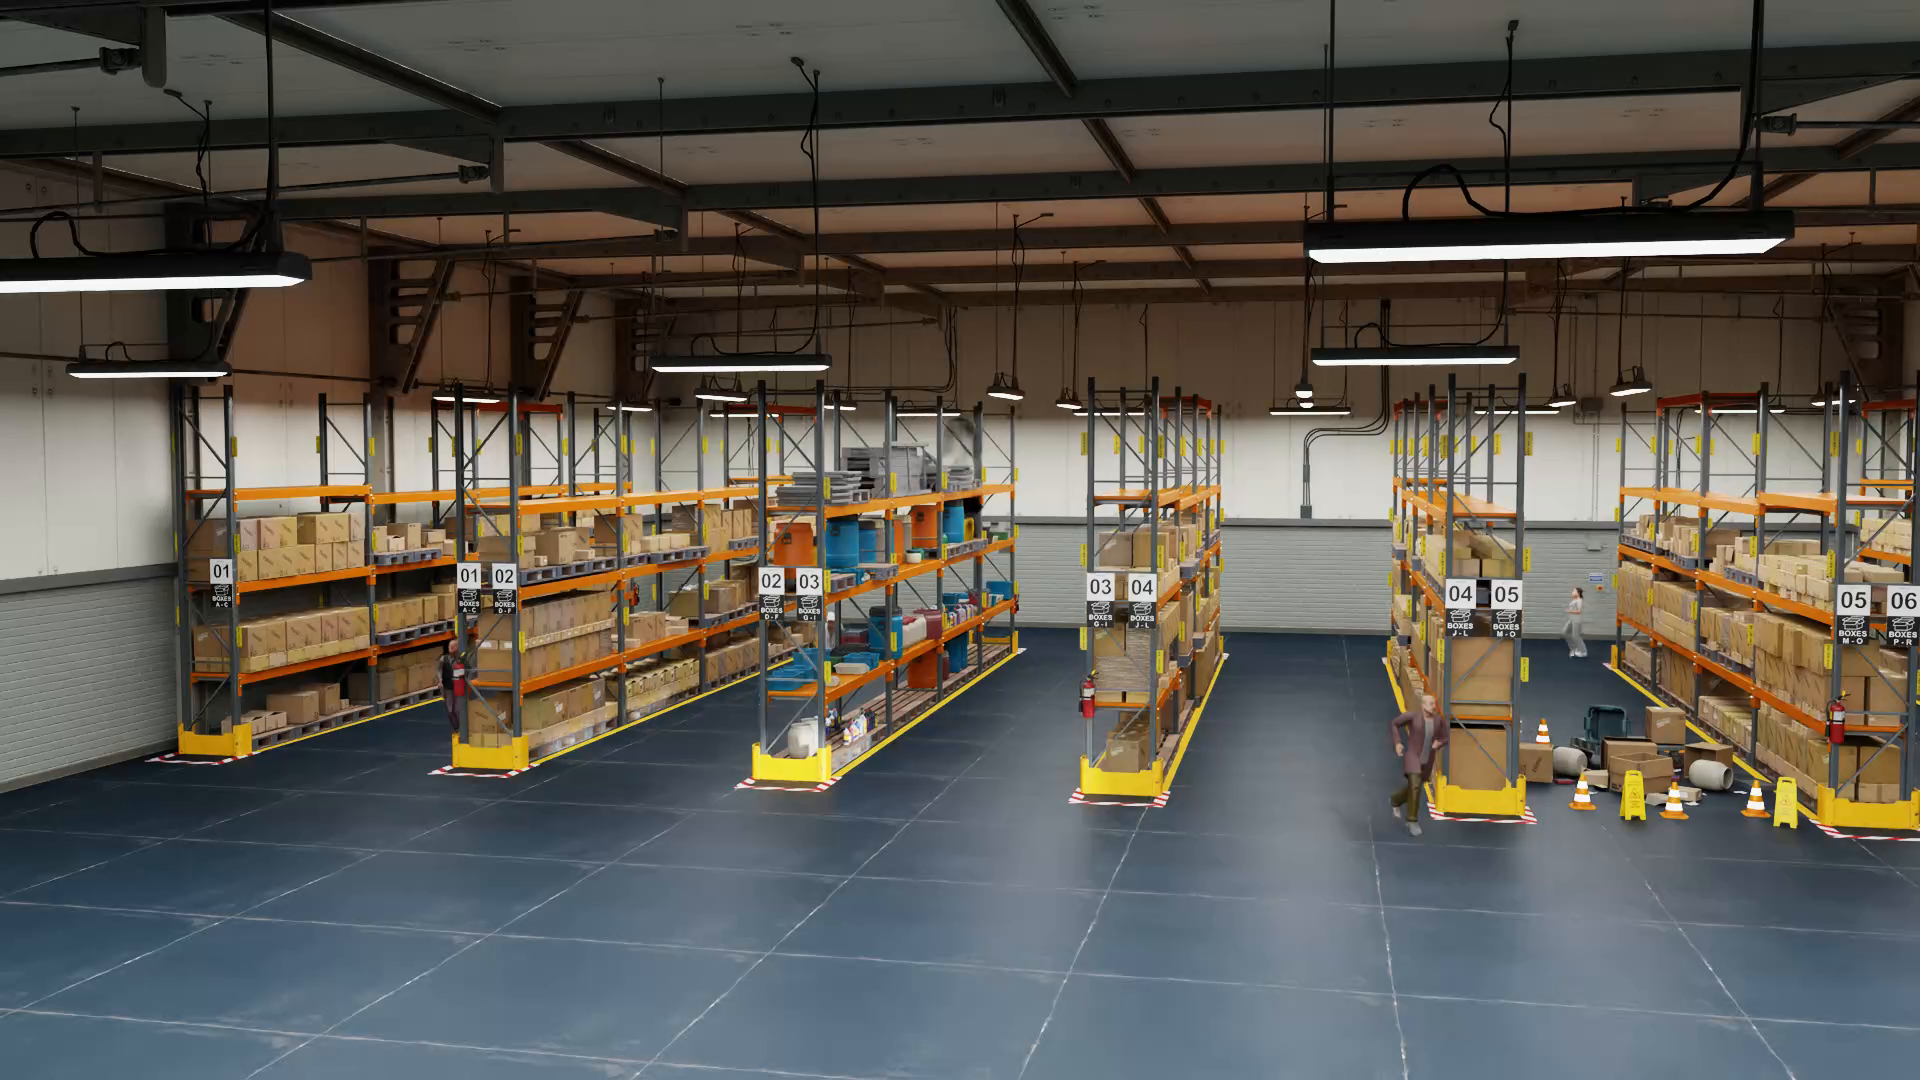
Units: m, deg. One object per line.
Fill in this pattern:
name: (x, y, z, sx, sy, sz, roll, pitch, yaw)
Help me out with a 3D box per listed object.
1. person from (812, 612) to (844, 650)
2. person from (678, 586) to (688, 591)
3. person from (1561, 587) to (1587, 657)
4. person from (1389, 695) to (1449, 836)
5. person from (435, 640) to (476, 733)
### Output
person: (-2.725, 2.268, 34.574, 0.684, 1.599, 0.865, 0, 3, -6)
person: (-6.317, 1.970, 38.401, 0.620, 1.850, 0.799, 1, 3, 13)
person: (14.612, 1.970, 39.572, 0.638, 1.658, 0.546, 0, 3, -2)
person: (6.060, 2.898, 21.877, 0.726, 1.748, 1.056, -1, 3, -14)
person: (-8.683, 2.534, 28.507, 0.661, 1.627, 0.537, 0, 3, 0)
